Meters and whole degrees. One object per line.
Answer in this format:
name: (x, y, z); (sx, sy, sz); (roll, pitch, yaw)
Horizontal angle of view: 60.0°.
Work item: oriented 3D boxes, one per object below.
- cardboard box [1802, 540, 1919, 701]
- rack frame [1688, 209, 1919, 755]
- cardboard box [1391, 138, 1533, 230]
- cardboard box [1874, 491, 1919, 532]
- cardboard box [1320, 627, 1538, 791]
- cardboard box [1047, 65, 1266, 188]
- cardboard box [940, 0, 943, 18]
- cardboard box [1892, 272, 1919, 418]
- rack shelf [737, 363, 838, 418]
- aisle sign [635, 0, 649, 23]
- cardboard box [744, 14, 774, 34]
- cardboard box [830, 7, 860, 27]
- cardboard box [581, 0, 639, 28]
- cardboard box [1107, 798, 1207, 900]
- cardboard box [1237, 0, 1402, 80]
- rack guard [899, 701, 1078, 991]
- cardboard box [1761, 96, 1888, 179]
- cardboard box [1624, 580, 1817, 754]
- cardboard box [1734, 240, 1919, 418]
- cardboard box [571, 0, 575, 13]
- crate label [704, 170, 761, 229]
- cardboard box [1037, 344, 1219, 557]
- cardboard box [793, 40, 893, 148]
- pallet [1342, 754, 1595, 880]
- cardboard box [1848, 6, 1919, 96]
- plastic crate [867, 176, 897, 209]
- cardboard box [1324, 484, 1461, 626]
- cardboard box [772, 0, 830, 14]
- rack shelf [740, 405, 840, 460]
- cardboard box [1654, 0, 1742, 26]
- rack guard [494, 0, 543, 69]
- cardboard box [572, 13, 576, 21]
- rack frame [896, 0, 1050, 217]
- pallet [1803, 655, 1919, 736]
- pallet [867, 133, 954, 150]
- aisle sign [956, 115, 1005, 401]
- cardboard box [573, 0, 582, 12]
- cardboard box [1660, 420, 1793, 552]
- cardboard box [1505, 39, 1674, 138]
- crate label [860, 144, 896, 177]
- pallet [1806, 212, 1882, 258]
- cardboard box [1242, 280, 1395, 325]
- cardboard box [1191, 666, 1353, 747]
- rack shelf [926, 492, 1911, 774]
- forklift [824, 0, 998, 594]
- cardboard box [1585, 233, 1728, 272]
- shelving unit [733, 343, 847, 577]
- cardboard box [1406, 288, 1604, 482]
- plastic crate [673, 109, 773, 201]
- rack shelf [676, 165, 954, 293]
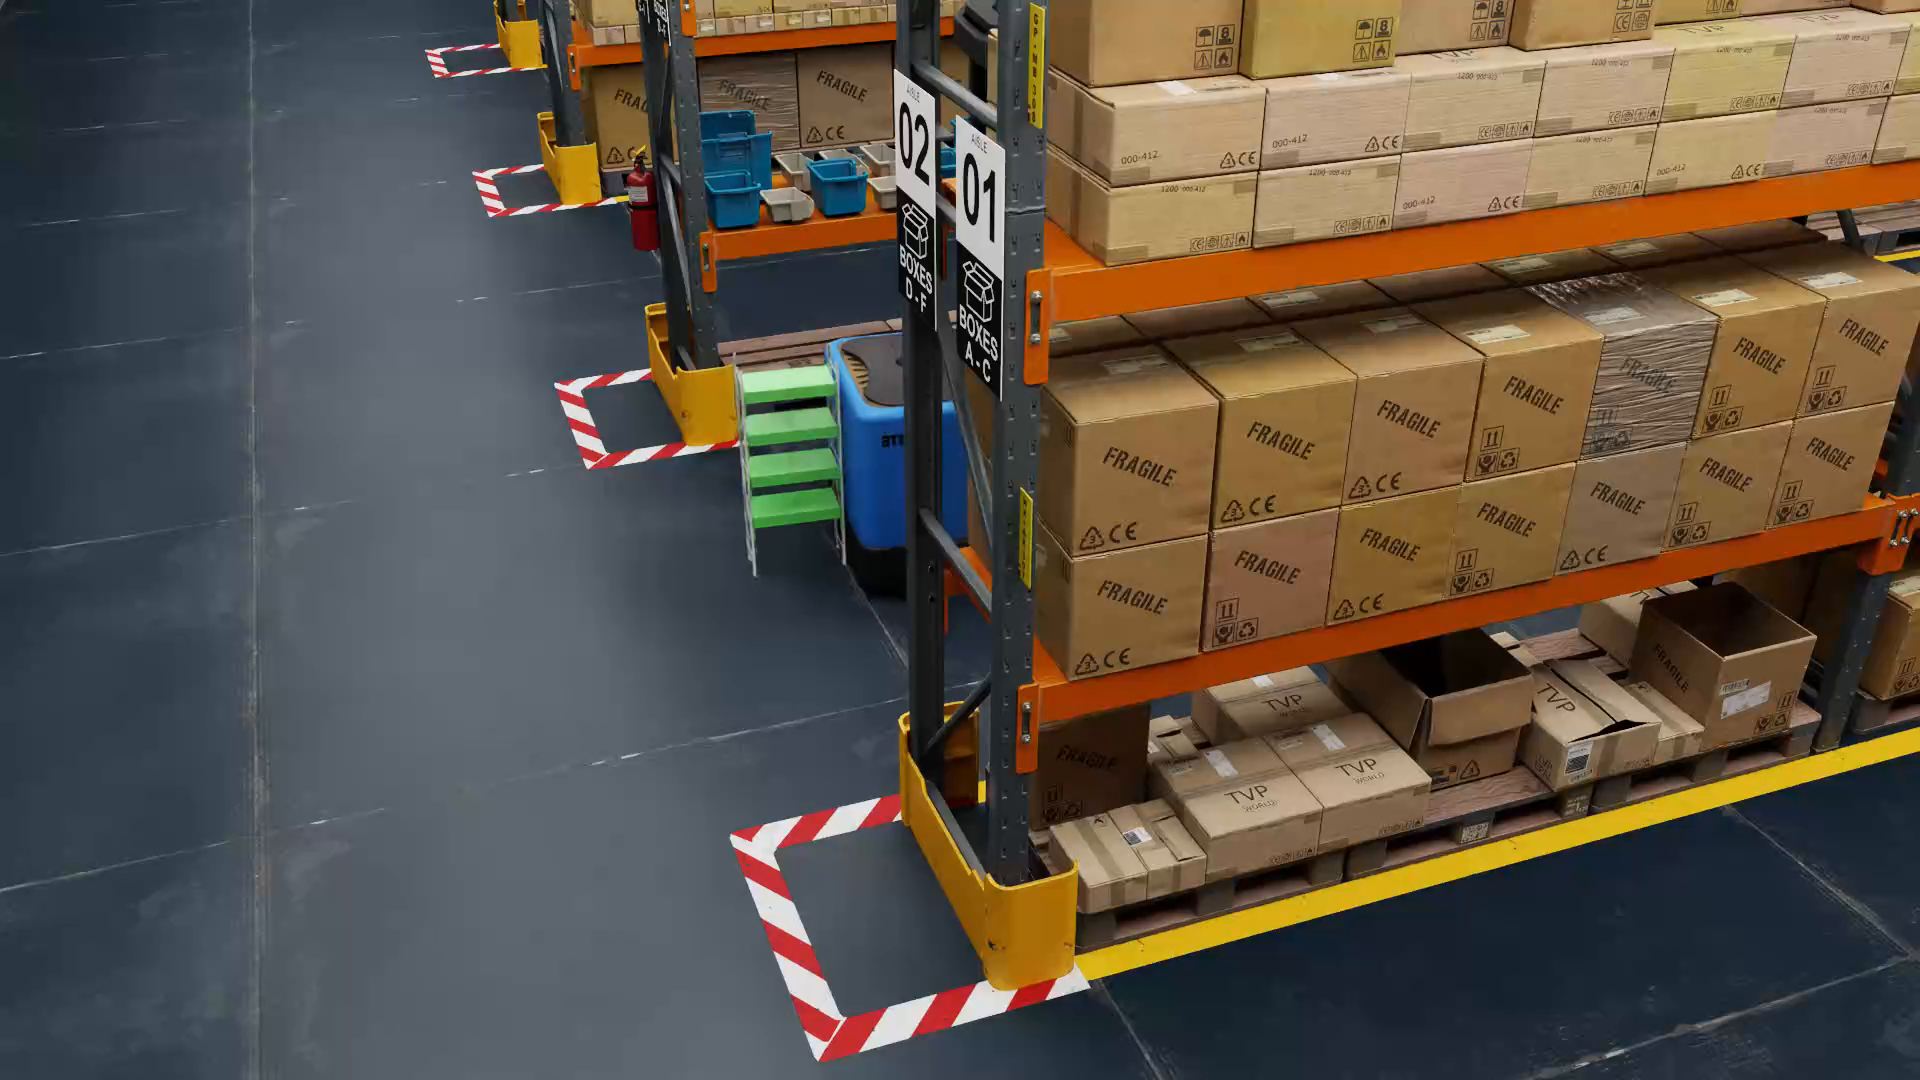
cardboard box: (4.307, 0.353, 7.682); (0.500, 0.500, 0.500); (-12, 32, -20)
rack frame: (3.769, -0.572, 7.224); (0.127, 3.000, 1.000); (-10, 31, -18)
cardboard box: (1.531, -1.258, 5.549); (0.500, 0.250, 0.500); (-10, 31, -18)
cardboard box: (4.598, 0.023, 8.259); (0.500, 0.500, 0.500); (-10, 31, -17)
cardboard box: (2.010, 0.648, 7.159); (0.637, 0.503, 0.797); (-10, 31, -18)
cardboard box: (0.592, -1.305, 5.126); (0.500, 0.250, 0.500); (-10, 31, -18)
cardboard box: (-0.335, -4.766, 14.839); (0.250, 0.149, 0.380); (-11, 31, -18)
cardboard box: (4.291, -0.776, 7.056); (0.500, 0.500, 0.700); (-22, 37, -34)
rack shelf: (-0.888, -0.771, 8.550); (0.480, 0.148, 0.258); (-7, 30, -13)
aisle sign: (-1.873, -3.433, 9.620); (0.004, 0.787, 0.394); (-10, 31, -18)
cardboard box: (-1.779, -4.500, 14.373); (0.250, 0.149, 0.380); (-11, 31, -18)
cardboard box: (-1.058, -4.633, 14.605); (0.250, 0.149, 0.380); (-11, 31, -18)
cardboard box: (-2.887, -4.500, 13.969); (0.500, 0.250, 0.500); (-11, 32, -19)
cardboard box: (0.767, 1.202, 6.527); (0.250, 0.166, 0.380); (-10, 31, -18)
cardboard box: (0.994, -1.806, 5.248); (0.500, 0.500, 0.700); (-10, 31, -18)
rack guard: (0.091, 1.192, 6.654); (0.348, 0.500, 1.175); (-10, 31, -18)
cardboard box: (2.934, -1.521, 6.011); (0.500, 0.250, 0.500); (-10, 31, -18)
cardboard box: (3.334, 0.553, 7.330); (0.500, 0.500, 0.500); (-10, 31, -18)
cardboard box: (3.385, -0.842, 6.587); (0.500, 0.500, 0.500); (-10, 31, -17)
cardboard box: (-4.240, -6.035, 18.668); (0.250, 0.149, 0.380); (-10, 31, -17)
crate label: (-1.357, -2.023, 9.880); (0.303, 0.233, 0.416); (-10, 31, -18)
cardboard box: (0.528, -0.314, 5.659); (0.500, 0.500, 0.500); (-9, 31, -16)
cardboard box: (-1.172, -4.196, 15.306); (0.875, 0.875, 0.875); (-10, 31, -18)
pallet: (1.980, 0.970, 7.334); (1.213, 0.211, 1.003); (-10, 31, -18)
cardboard box: (3.408, -1.817, 6.026); (0.500, 0.250, 0.500); (-10, 31, -18)
plastic crate: (-0.392, -2.116, 10.139); (0.298, 0.136, 0.250); (-10, 31, -18)
cardboard box: (1.481, -0.056, 6.217); (0.500, 0.500, 0.500); (-11, 31, -18)
cardboard box: (-1.442, -4.770, 14.444); (0.500, 0.250, 0.500); (-11, 31, -19)
rack shelf: (-0.888, -0.562, 8.669); (0.480, 0.148, 0.258); (-7, 30, -13)
cardboard box: (2.342, -2.142, 5.838); (0.500, 0.500, 0.700); (-10, 31, -18)
rack guard: (-4.994, -5.724, 18.792); (0.348, 0.500, 1.175); (-10, 31, -18)
cardboard box: (-4.209, -5.862, 18.665); (0.250, 0.149, 0.380); (-11, 31, -18)
rack frame: (0.020, -2.488, 4.527); (0.127, 3.000, 1.000); (-10, 31, -18)
pallet: (4.518, 0.482, 8.191); (1.213, 0.211, 1.003); (-10, 31, -18)
pallet: (-0.422, -3.862, 15.816); (1.213, 0.211, 1.003); (-10, 31, -18)
aisle sign: (0.059, -0.863, 5.108); (0.004, 0.787, 0.394); (-10, 31, -18)
cardboard box: (-3.069, -4.749, 14.406); (0.500, 0.250, 0.500); (-11, 31, -18)
cardboard box: (2.907, -0.320, 6.681); (0.500, 0.500, 0.500); (-10, 31, -16)
cardboard box: (2.000, -1.561, 5.577); (0.500, 0.250, 0.500); (-10, 31, -18)
crate label: (-0.473, -2.419, 10.672); (0.243, 0.136, 0.396); (-10, 31, -18)
pallet: (6.534, -2.465, 13.364); (1.213, 0.211, 1.003); (-10, 31, -18)
cardboard box: (1.299, -0.743, 6.413); (0.500, 0.500, 0.500); (-10, 31, -16)
cardboard box: (1.345, 0.764, 7.212); (0.500, 0.250, 0.500); (-10, 31, -18)
rack shelf: (1.895, 0.086, 6.796); (4.000, 0.370, 1.077); (-10, 31, -18)
forklift: (0.830, -1.380, 8.711); (3.031, 2.935, 1.130); (-7, 30, -13)
cardboard box: (2.746, -1.010, 6.881); (0.500, 0.500, 0.500); (-11, 32, -19)
shelving unit: (-0.888, -0.409, 8.756); (0.503, 1.200, 0.258); (-7, 30, -13)
cardboard box: (1.962, -0.580, 6.126); (0.500, 0.500, 0.500); (-11, 31, -18)
plastic crate: (-1.455, -2.366, 10.277); (0.499, 0.435, 0.616); (-10, 31, -18)
rack shelf: (0.171, -2.213, 10.831); (4.000, 0.370, 1.077); (-10, 31, -18)
